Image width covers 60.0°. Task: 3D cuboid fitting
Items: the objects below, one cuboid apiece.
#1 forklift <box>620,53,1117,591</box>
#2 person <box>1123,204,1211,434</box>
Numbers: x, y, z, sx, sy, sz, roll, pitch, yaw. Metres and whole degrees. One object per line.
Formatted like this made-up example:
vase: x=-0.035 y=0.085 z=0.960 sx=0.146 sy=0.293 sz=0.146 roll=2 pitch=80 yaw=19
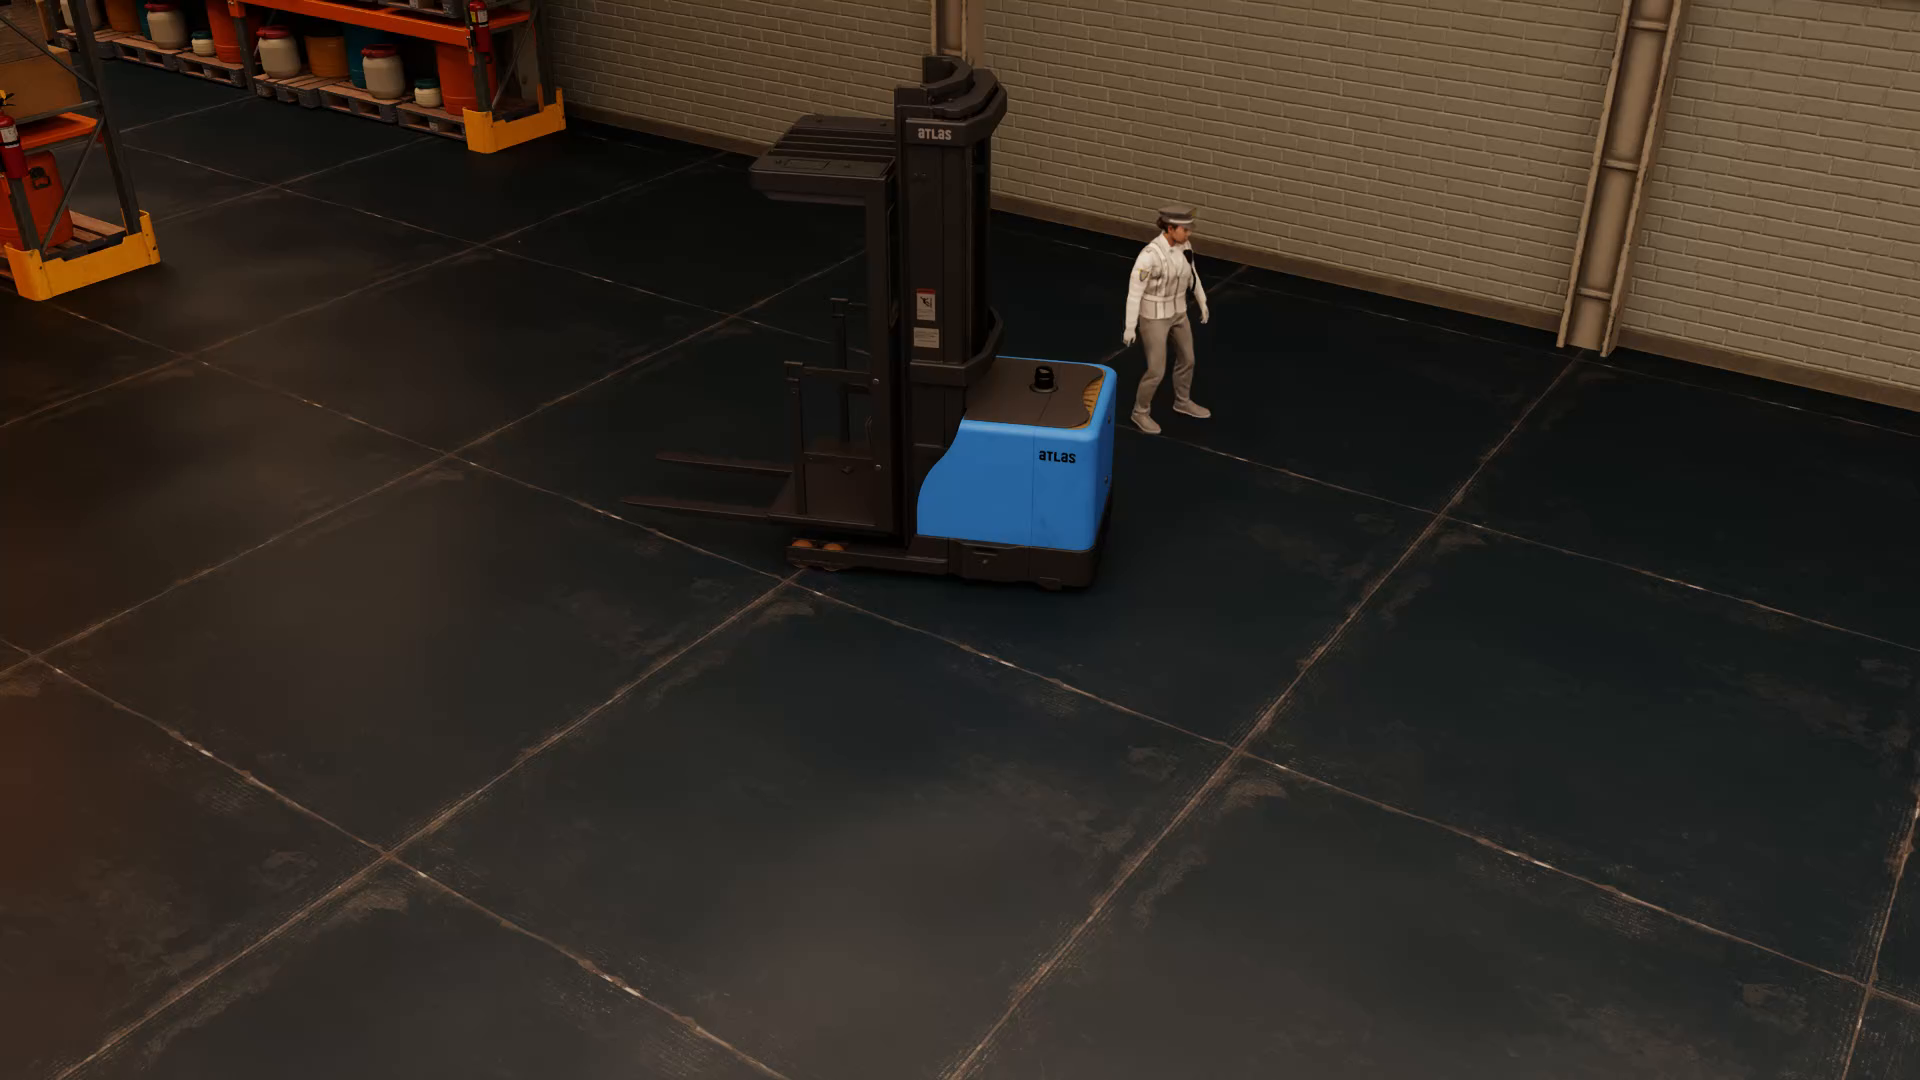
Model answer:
forklift: x=-0.596 y=-1.330 z=9.871 sx=3.031 sy=2.935 sz=1.130 roll=6 pitch=31 yaw=10
person: x=1.442 y=-1.550 z=11.541 sx=0.734 sy=1.642 sz=0.364 roll=-23 pitch=37 yaw=-34
